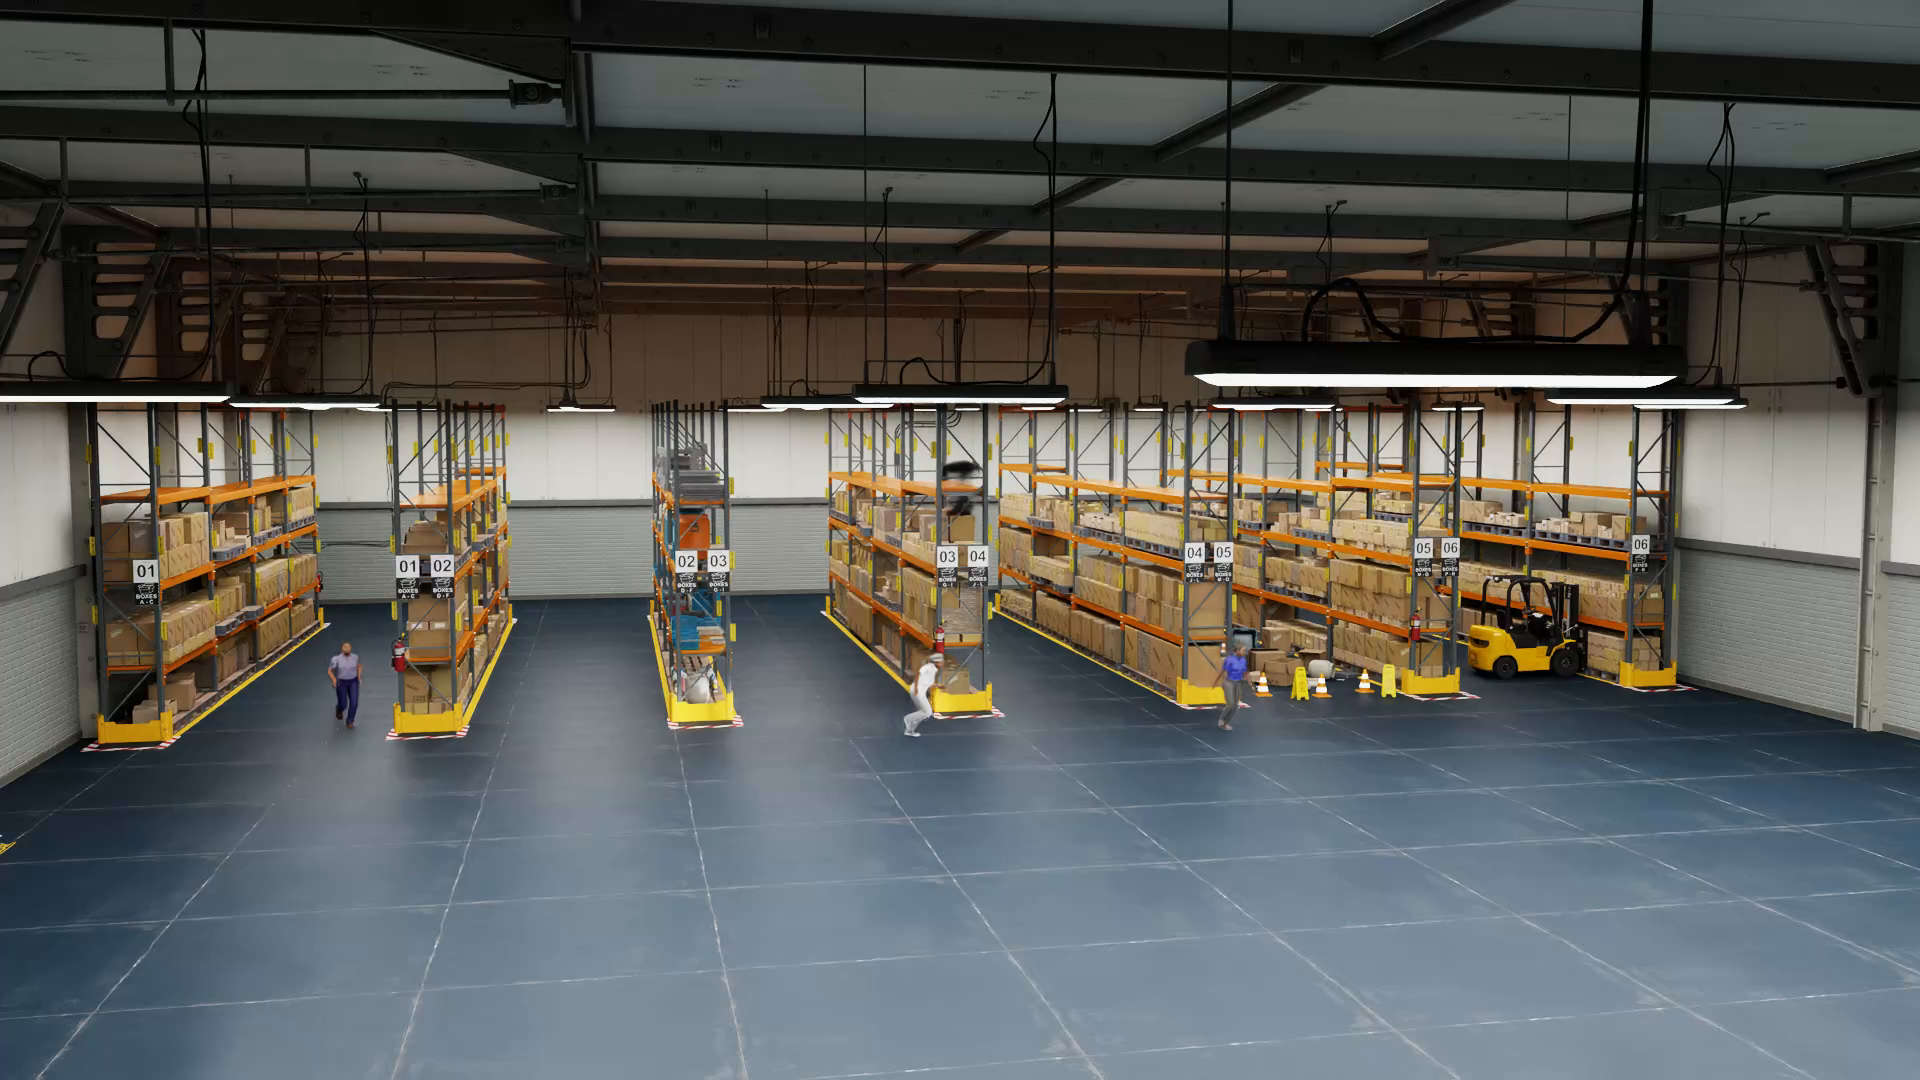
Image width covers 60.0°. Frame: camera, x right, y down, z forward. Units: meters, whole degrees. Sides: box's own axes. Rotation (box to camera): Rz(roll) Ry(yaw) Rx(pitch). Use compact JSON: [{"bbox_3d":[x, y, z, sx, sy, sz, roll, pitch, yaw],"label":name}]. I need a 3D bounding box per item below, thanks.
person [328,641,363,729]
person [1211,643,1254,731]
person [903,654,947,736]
[{"bbox_3d":[-11.237,2.642,30.438,0.617,1.599,0.642,-3,5,-32],"label":"person"},{"bbox_3d":[4.958,2.662,30.085,0.575,1.602,0.613,-3,5,-37],"label":"person"},{"bbox_3d":[-0.628,2.763,29.506,0.764,1.494,0.604,1,4,8],"label":"person"}]
